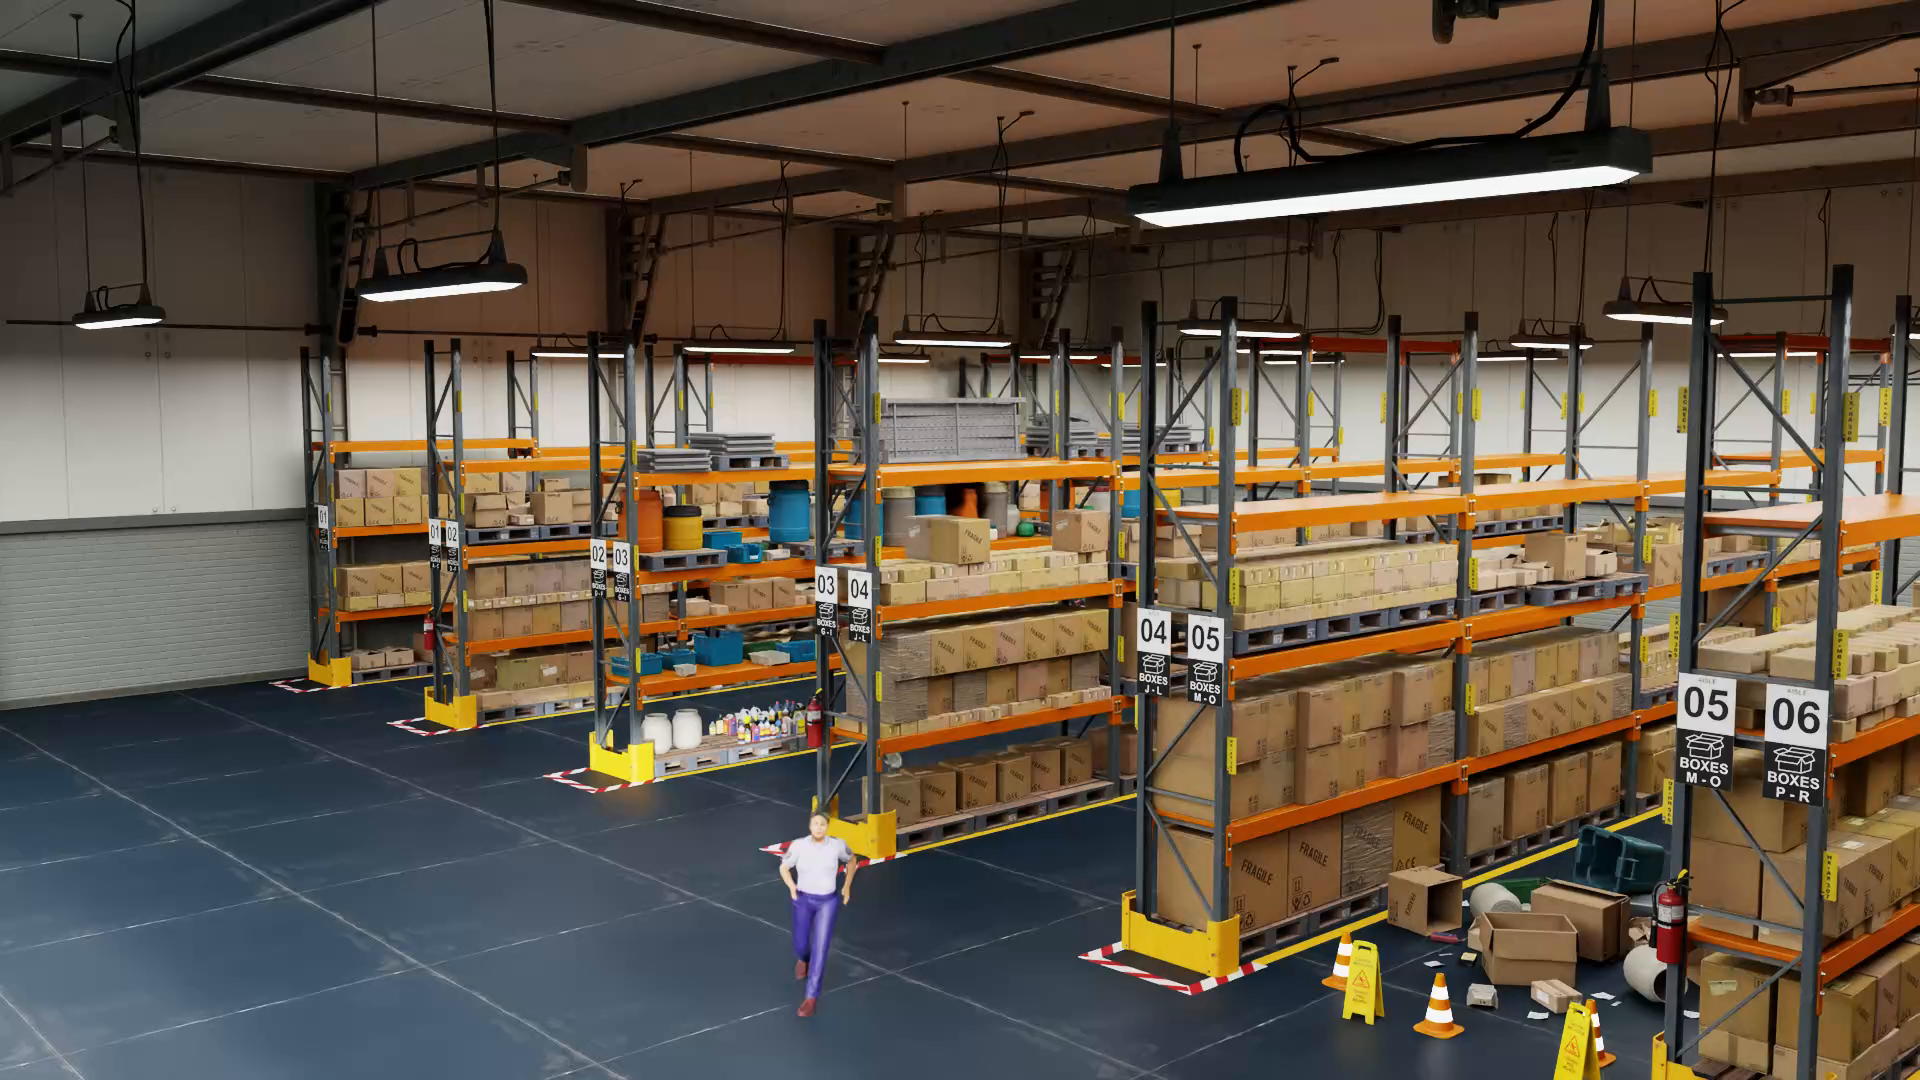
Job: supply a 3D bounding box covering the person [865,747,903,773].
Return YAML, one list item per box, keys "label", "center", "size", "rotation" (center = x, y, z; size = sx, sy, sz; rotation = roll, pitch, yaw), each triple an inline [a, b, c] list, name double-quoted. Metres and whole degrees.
- label: "person"
  center: [-0.988, 2.357, 21.742]
  size: [0.620, 1.702, 0.719]
  rotation: [5, 7, 43]

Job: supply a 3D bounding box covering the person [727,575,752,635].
- label: "person"
  center: [-4.467, 1.426, 33.255]
  size: [0.616, 1.659, 0.554]
  rotation: [5, 7, 42]

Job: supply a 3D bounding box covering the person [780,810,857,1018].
- label: "person"
  center: [-1.214, 3.105, 14.146]
  size: [0.643, 1.640, 0.959]
  rotation: [0, 5, 2]
